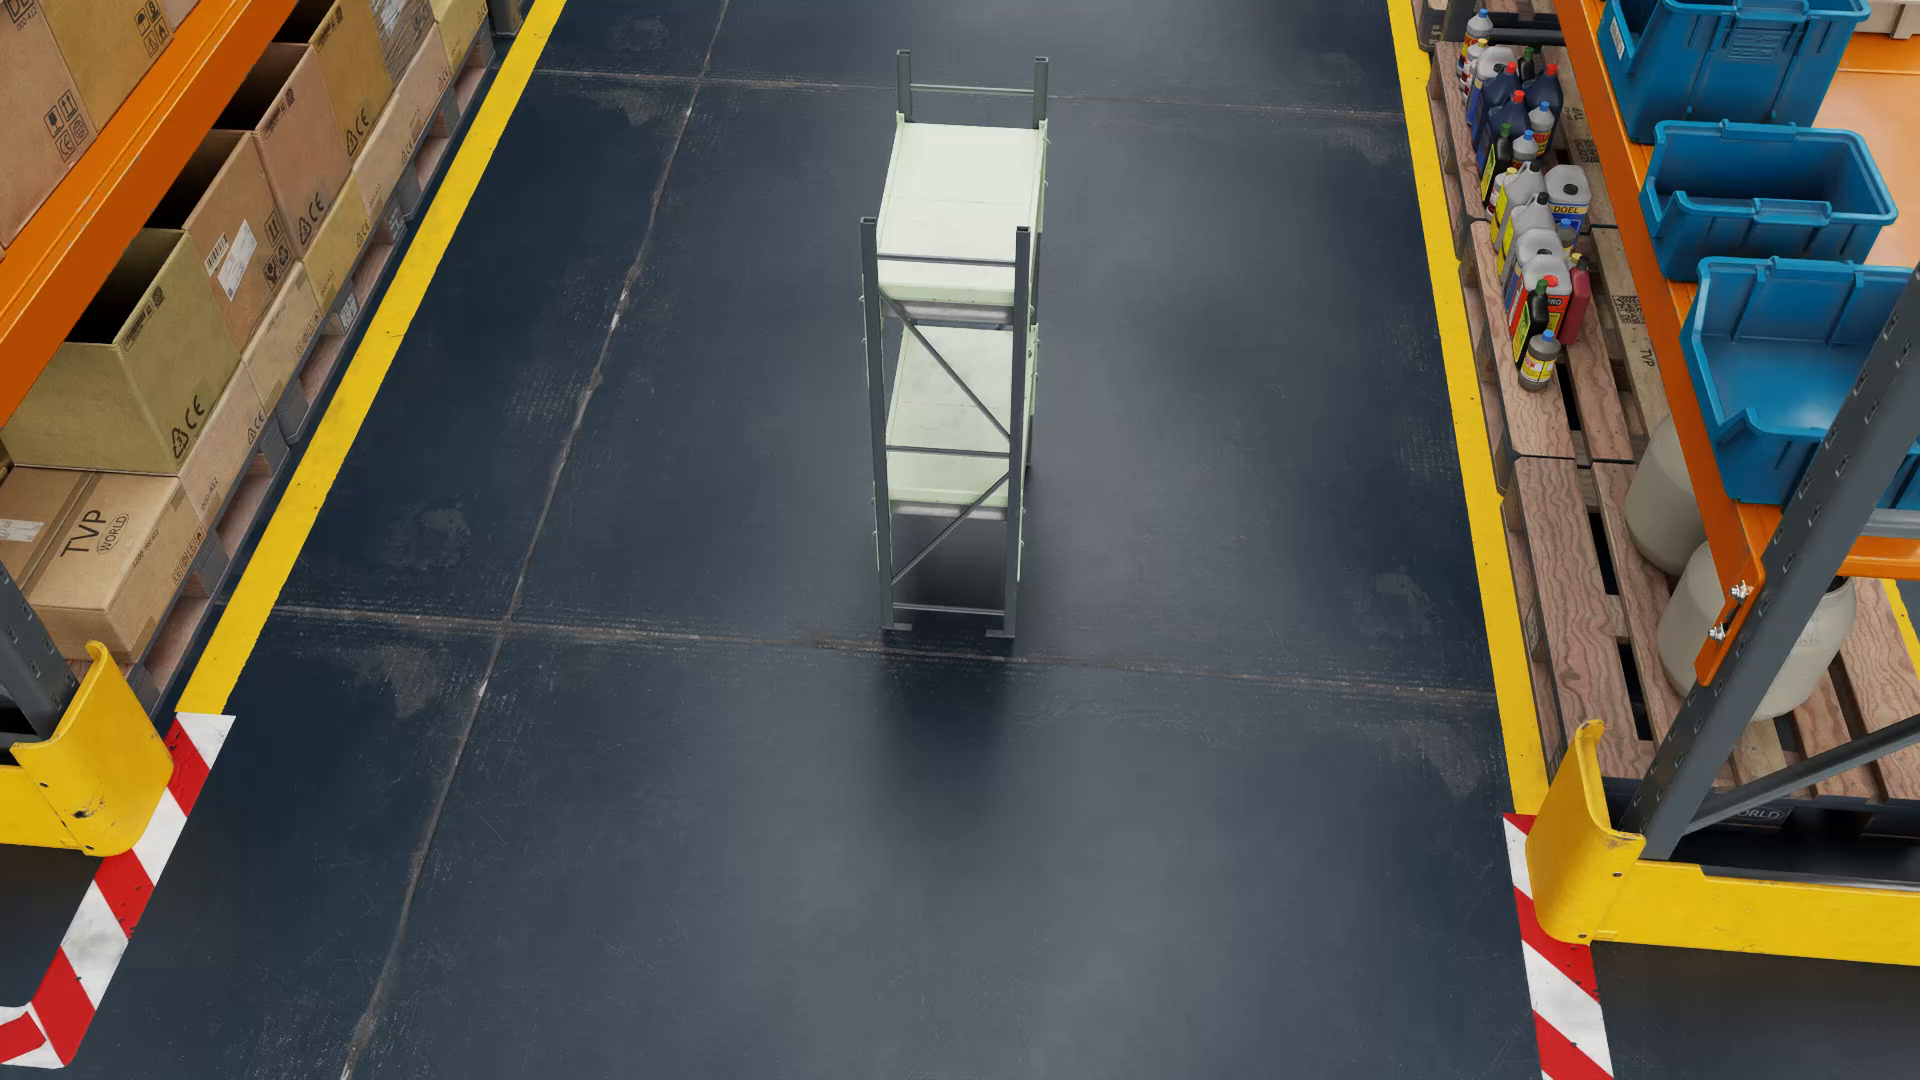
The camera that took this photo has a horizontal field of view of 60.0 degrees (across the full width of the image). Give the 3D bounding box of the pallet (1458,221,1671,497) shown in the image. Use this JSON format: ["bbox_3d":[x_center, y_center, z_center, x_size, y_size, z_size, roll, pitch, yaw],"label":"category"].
[{"bbox_3d":[2.292,-0.614,5.668,1.003,0.211,1.213,4,48,4],"label":"pallet"}]

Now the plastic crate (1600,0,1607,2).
[{"bbox_3d":[2.099,-1.894,5.093,0.450,0.188,0.662,4,48,4],"label":"plastic crate"}]

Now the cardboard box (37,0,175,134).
[{"bbox_3d":[-2.644,-1.467,4.492,0.700,0.500,0.500,4,48,4],"label":"cardboard box"}]

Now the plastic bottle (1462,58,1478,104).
[{"bbox_3d":[2.019,-1.794,6.457,0.097,0.201,0.097,0,48,0],"label":"plastic bottle"}]

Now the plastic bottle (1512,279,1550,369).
[{"bbox_3d":[1.862,-0.703,5.403,0.061,0.283,0.133,5,48,4],"label":"plastic bottle"}]

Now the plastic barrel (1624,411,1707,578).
[{"bbox_3d":[2.168,-0.164,4.769,0.421,0.512,0.421,0,48,0],"label":"plastic barrel"}]

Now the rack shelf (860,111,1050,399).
[{"bbox_3d":[-0.001,-0.765,4.404,0.431,0.370,0.720,4,48,4],"label":"rack shelf"}]

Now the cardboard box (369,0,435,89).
[{"bbox_3d":[-2.311,-2.025,6.140,0.500,0.500,0.500,4,48,4],"label":"cardboard box"}]

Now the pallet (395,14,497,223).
[{"bbox_3d":[-2.543,-1.758,6.714,1.003,0.211,1.213,4,48,4],"label":"pallet"}]

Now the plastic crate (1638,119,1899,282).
[{"bbox_3d":[1.951,-0.820,4.068,0.499,0.251,0.408,4,48,4],"label":"plastic crate"}]

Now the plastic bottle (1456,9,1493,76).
[{"bbox_3d":[2.038,-1.967,6.567,0.097,0.271,0.097,0,48,0],"label":"plastic bottle"}]

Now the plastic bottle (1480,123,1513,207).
[{"bbox_3d":[1.943,-1.354,5.998,0.061,0.283,0.133,6,48,5],"label":"plastic bottle"}]

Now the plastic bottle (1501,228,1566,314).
[{"bbox_3d":[1.932,-0.899,5.587,0.152,0.276,0.135,3,48,2],"label":"plastic bottle"}]

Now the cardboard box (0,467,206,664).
[{"bbox_3d":[-2.523,0.066,4.735,0.500,0.250,0.500,4,48,4],"label":"cardboard box"}]

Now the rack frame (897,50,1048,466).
[{"bbox_3d":[0.033,-0.770,4.938,0.400,1.500,0.023,4,48,4],"label":"rack frame"}]

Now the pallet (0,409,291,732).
[{"bbox_3d":[-2.766,0.035,5.074,1.003,0.211,1.213,4,48,4],"label":"pallet"}]

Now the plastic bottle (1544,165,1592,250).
[{"bbox_3d":[2.110,-1.166,5.831,0.152,0.276,0.135,4,48,4],"label":"plastic bottle"}]

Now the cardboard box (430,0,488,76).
[{"bbox_3d":[-2.254,-2.138,6.752,0.500,0.250,0.500,4,48,4],"label":"cardboard box"}]

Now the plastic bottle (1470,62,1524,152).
[{"bbox_3d":[2.017,-1.634,6.208,0.144,0.351,0.185,5,48,5],"label":"plastic bottle"}]

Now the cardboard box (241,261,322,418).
[{"bbox_3d":[-2.435,-0.669,5.408,0.500,0.250,0.500,4,48,4],"label":"cardboard box"}]

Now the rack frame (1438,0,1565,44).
[{"bbox_3d":[2.503,-2.944,5.910,1.000,3.000,0.127,4,48,4],"label":"rack frame"}]

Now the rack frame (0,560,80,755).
[{"bbox_3d":[-2.794,-0.341,3.529,1.000,3.000,0.127,4,48,4],"label":"rack frame"}]

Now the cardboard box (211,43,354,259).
[{"bbox_3d":[-2.384,-1.289,5.467,0.500,0.500,0.500,4,48,4],"label":"cardboard box"}]

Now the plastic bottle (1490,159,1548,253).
[{"bbox_3d":[1.961,-1.182,5.796,0.144,0.351,0.185,4,48,3],"label":"plastic bottle"}]

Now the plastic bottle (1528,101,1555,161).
[{"bbox_3d":[2.124,-1.492,6.133,0.097,0.271,0.097,0,48,0],"label":"plastic bottle"}]

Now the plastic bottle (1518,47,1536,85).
[{"bbox_3d":[2.142,-1.725,6.338,0.061,0.283,0.133,4,48,4],"label":"plastic bottle"}]

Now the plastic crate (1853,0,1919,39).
[{"bbox_3d":[2.608,-1.645,4.901,0.530,0.136,0.437,4,48,4],"label":"plastic crate"}]

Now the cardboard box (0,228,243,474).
[{"bbox_3d":[-2.480,-0.554,4.795,0.500,0.500,0.500,4,48,4],"label":"cardboard box"}]

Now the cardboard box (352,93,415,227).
[{"bbox_3d":[-2.340,-1.403,6.080,0.500,0.250,0.500,4,48,4],"label":"cardboard box"}]

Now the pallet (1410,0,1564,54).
[{"bbox_3d":[2.536,-2.583,7.469,1.003,0.211,1.213,4,48,4],"label":"pallet"}]

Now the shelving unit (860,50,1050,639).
[{"bbox_3d":[-0.001,-0.501,4.692,0.431,1.500,0.755,4,48,4],"label":"shelving unit"}]

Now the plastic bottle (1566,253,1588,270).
[{"bbox_3d":[2.058,-0.879,5.619,0.097,0.201,0.097,0,48,0],"label":"plastic bottle"}]

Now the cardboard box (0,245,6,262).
[{"bbox_3d":[-2.738,-0.717,3.805,0.700,0.500,0.500,4,48,4],"label":"cardboard box"}]

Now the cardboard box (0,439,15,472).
[{"bbox_3d":[-3.005,-0.337,5.104,0.500,0.250,0.500,4,48,4],"label":"cardboard box"}]

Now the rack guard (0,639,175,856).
[{"bbox_3d":[-2.796,0.520,4.435,1.175,0.500,0.348,4,48,4],"label":"rack guard"}]
